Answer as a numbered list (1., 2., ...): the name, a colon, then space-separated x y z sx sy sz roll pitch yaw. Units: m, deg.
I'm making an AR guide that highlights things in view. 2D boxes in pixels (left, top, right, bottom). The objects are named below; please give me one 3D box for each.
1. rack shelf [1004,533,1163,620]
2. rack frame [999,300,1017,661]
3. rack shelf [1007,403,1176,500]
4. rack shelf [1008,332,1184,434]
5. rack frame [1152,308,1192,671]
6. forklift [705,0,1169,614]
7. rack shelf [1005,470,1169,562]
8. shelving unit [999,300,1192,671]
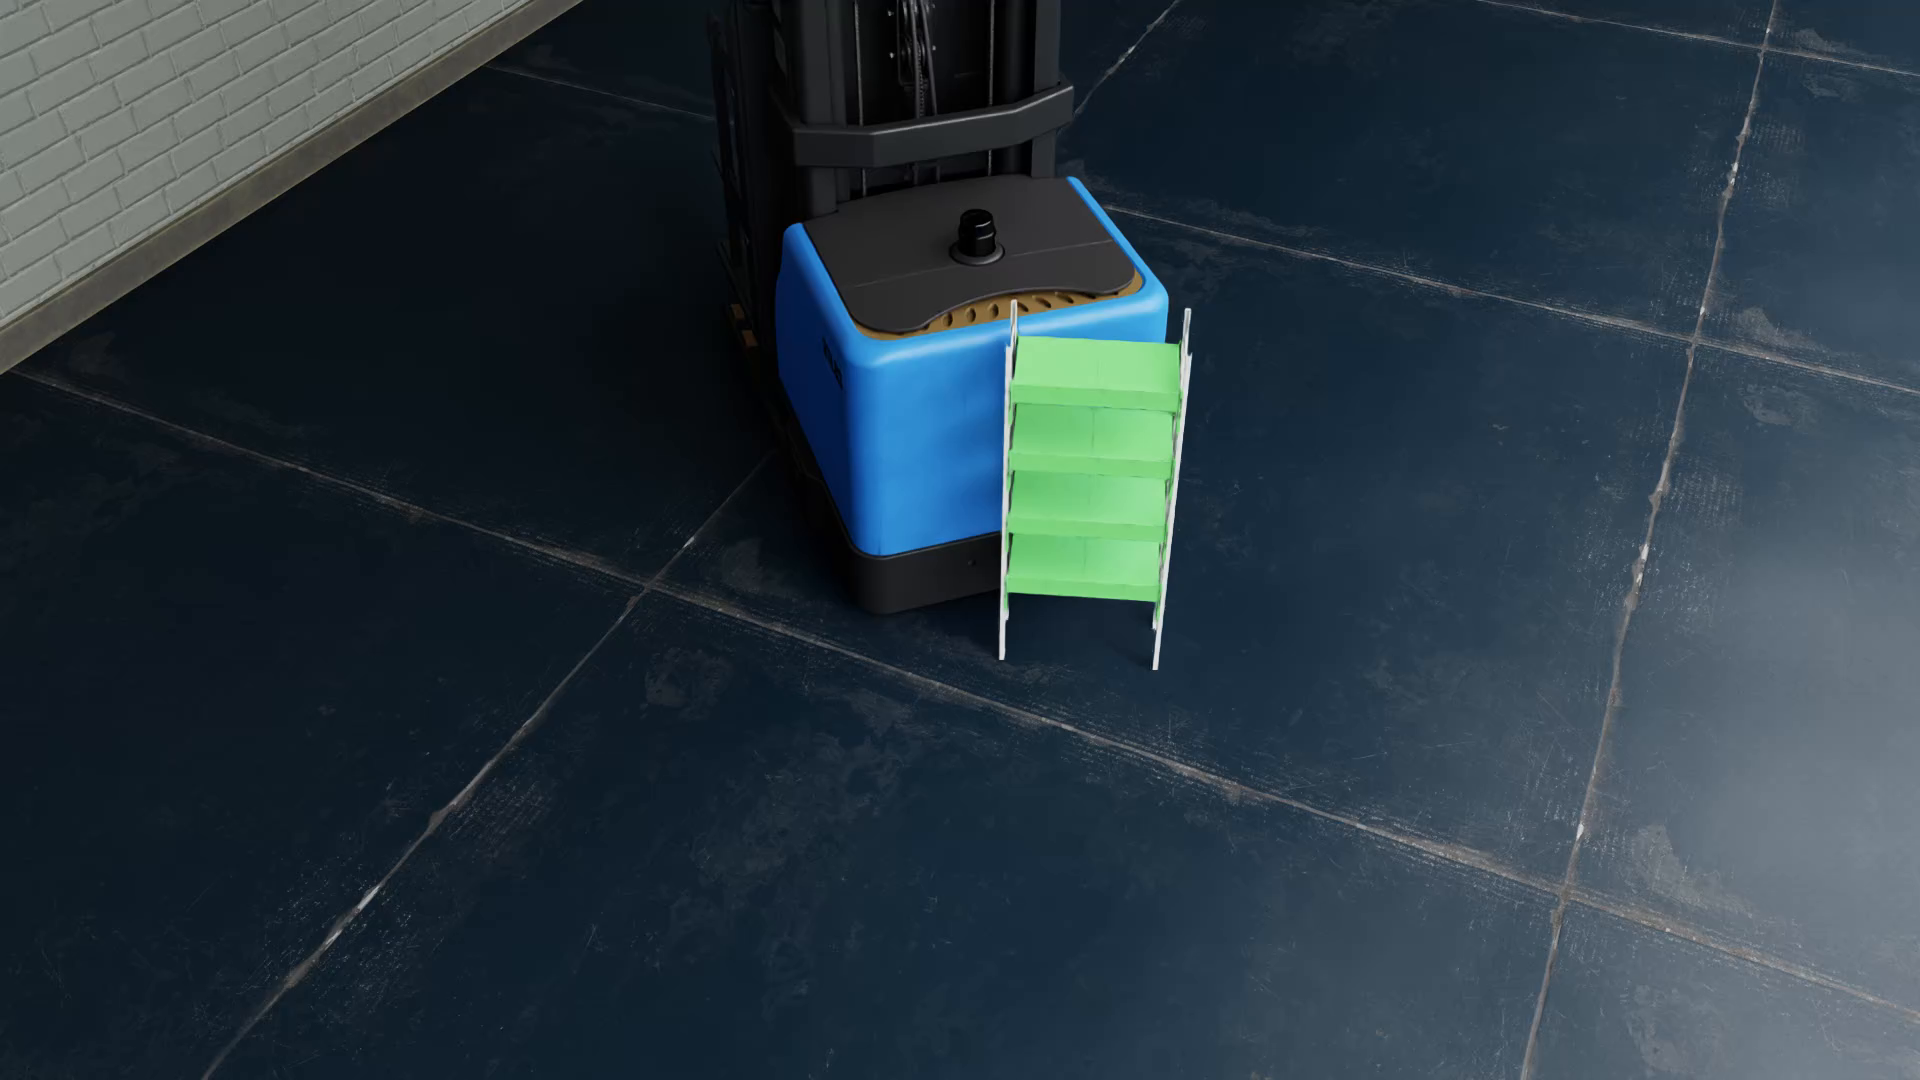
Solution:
1. rack shelf: 0.386 0.097 5.186 0.480 0.148 0.258 3 41 4
2. rack frame: 0.143 -0.148 5.004 0.015 1.200 0.240 3 41 4
3. rack shelf: 0.386 -0.266 4.872 0.480 0.148 0.258 3 41 4
4. rack shelf: 0.386 -0.447 4.715 0.480 0.148 0.258 3 41 4
5. rack frame: 0.629 -0.118 4.970 0.015 1.200 0.240 3 41 4
6. forklift: -0.307 -1.844 5.639 1.130 2.935 3.031 -12 42 -14
7. rack shelf: 0.386 -0.084 5.029 0.480 0.148 0.258 3 41 4
8. shelving unit: 0.386 -0.133 4.987 0.503 1.200 0.258 3 41 4
